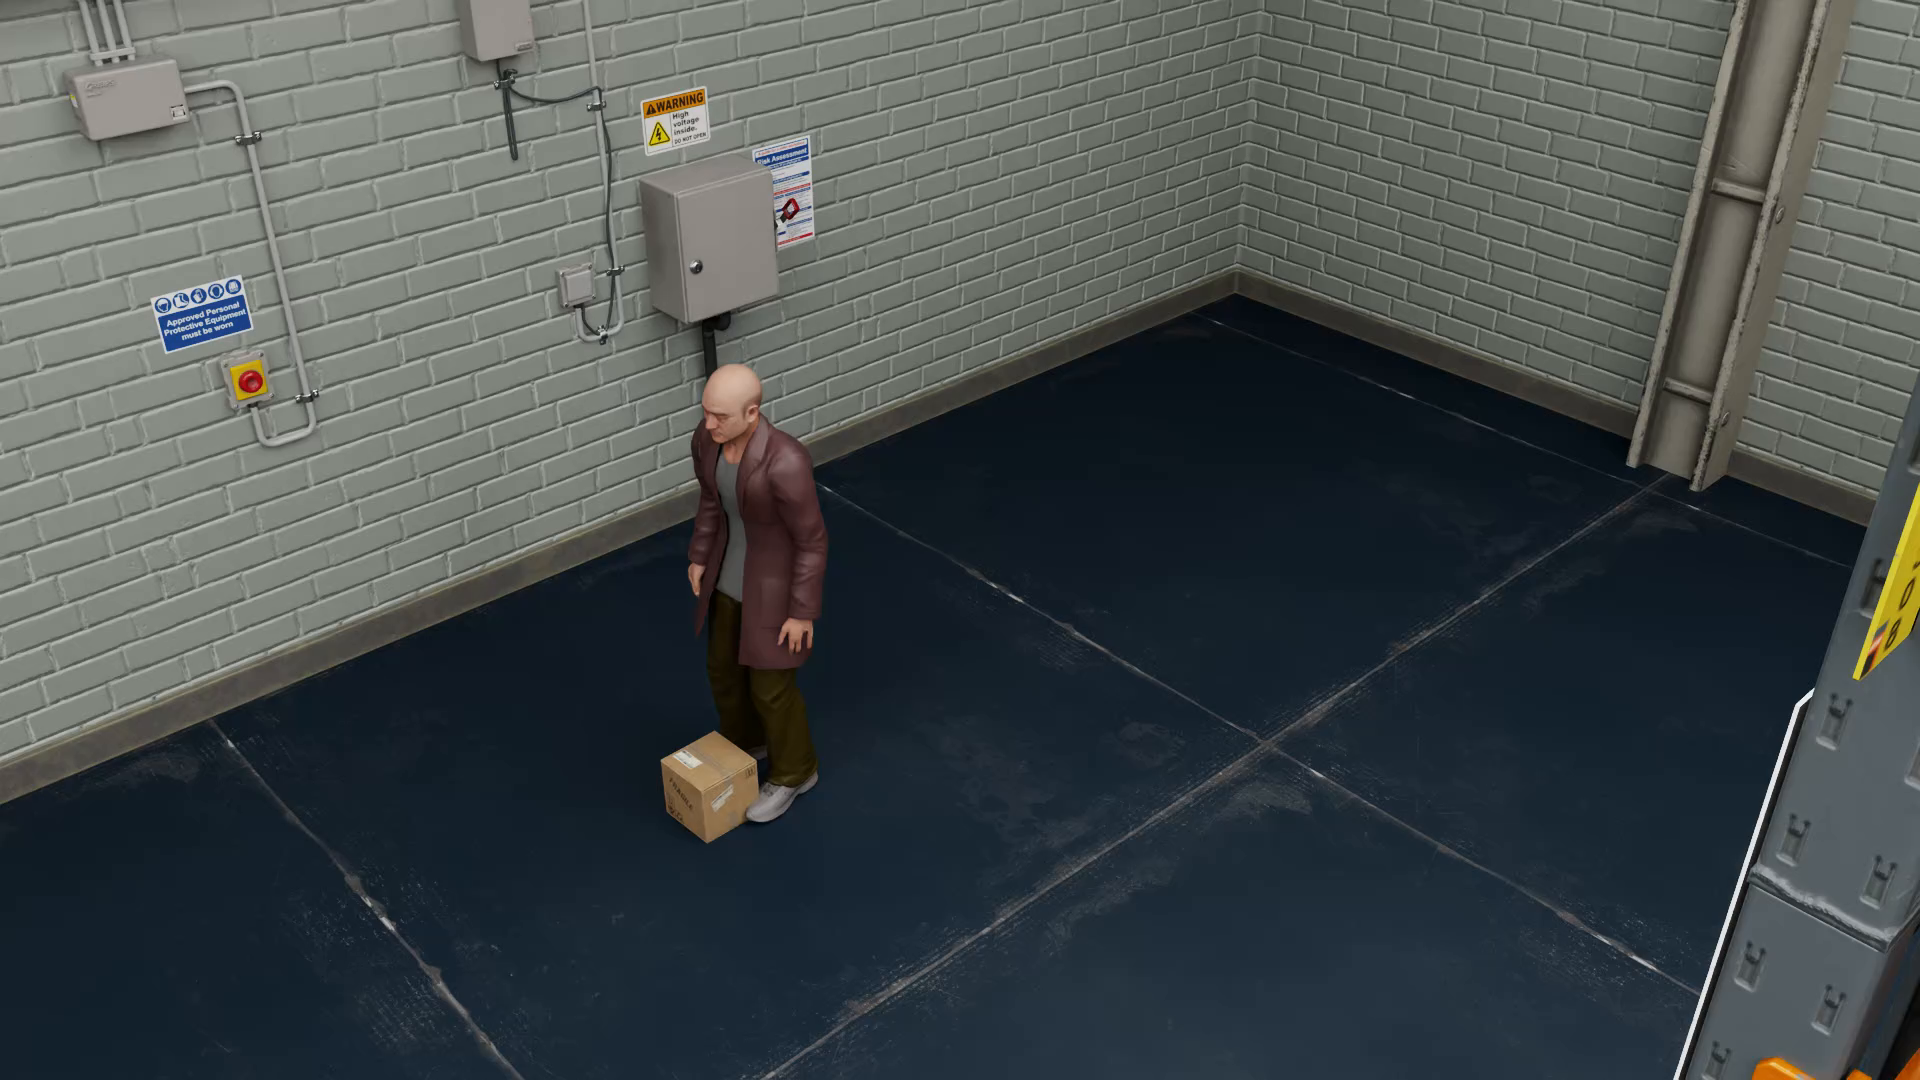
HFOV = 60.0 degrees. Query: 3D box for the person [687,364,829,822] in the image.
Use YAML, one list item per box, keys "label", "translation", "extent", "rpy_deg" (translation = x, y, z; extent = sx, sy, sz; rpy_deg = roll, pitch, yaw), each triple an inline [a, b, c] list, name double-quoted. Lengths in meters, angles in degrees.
- label: "person"
  translation: [-0.727, 0.171, 5.870]
  extent: [0.647, 1.772, 0.429]
  rpy_deg: [26, 40, 36]
